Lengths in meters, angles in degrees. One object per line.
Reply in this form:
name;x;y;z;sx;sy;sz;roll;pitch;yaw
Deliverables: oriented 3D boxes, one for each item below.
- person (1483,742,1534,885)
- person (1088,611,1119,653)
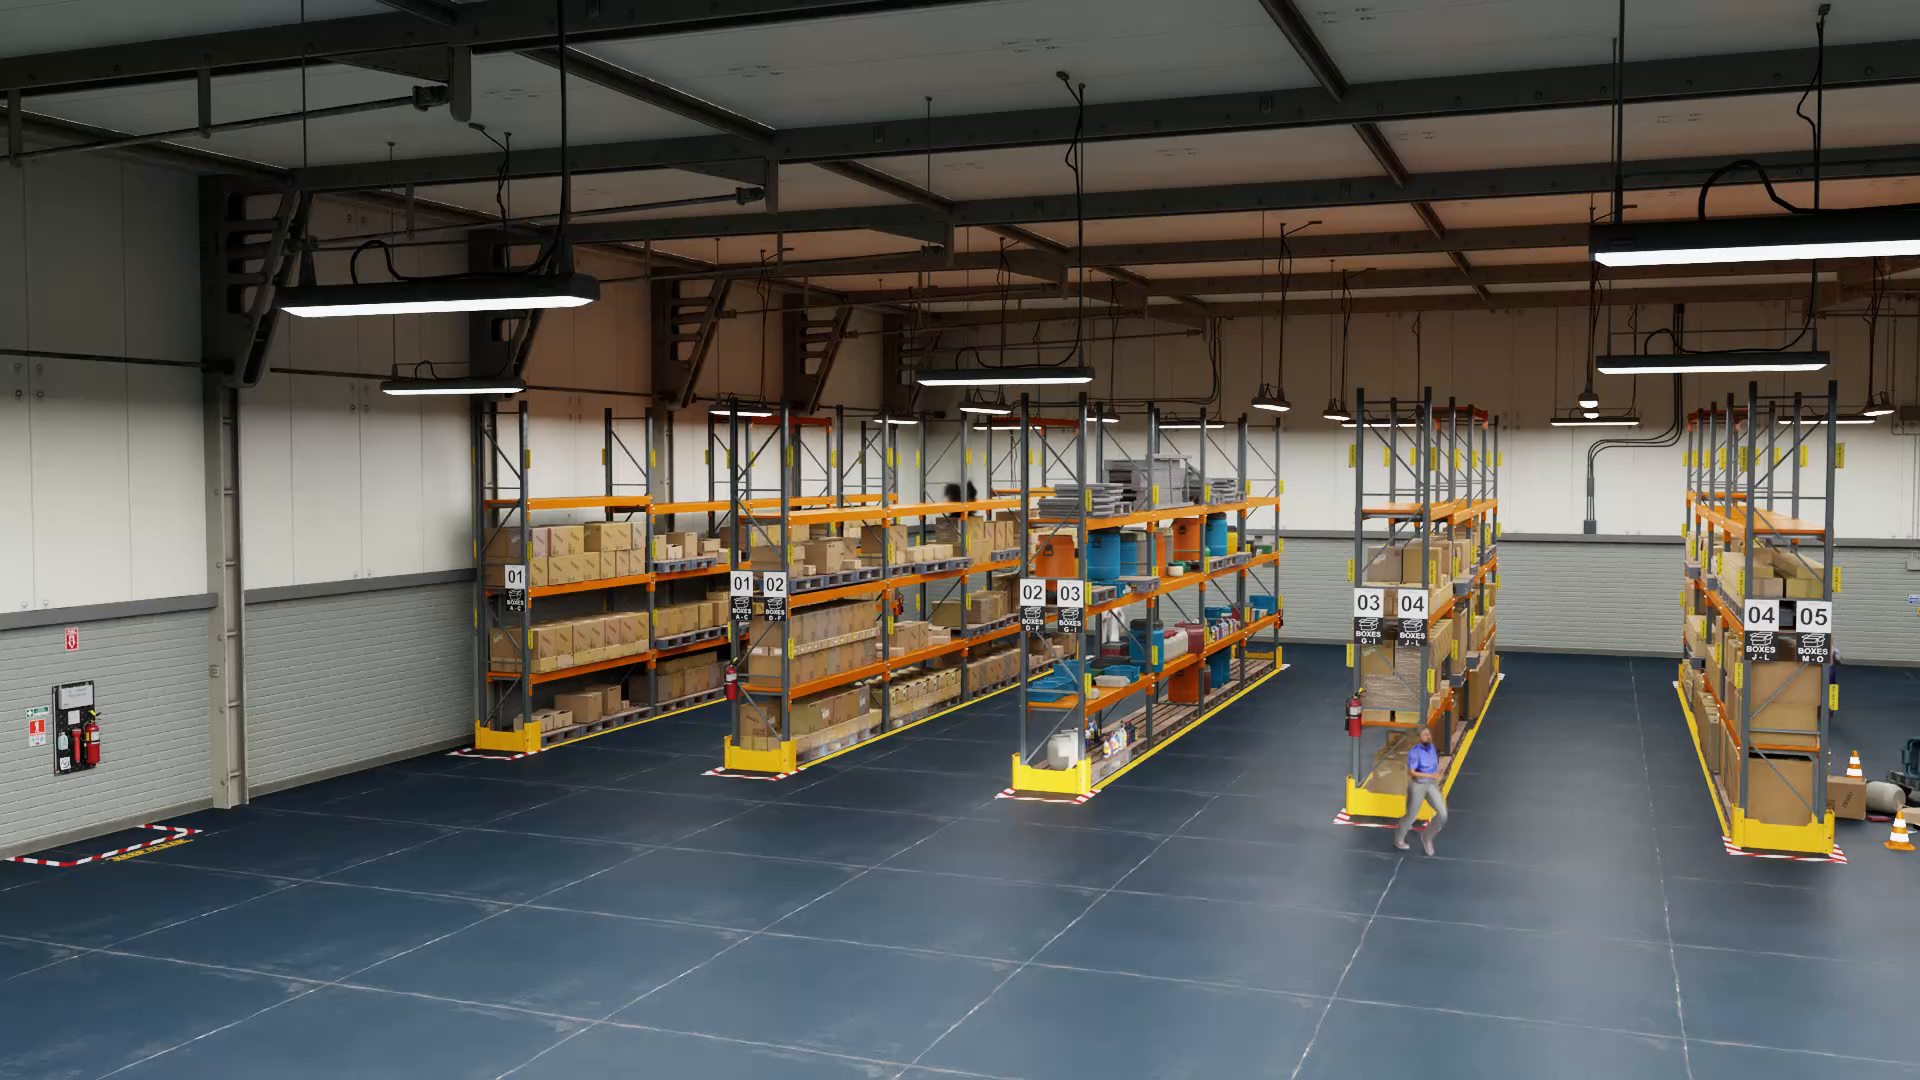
person;6.564;3.225;19.881;0.575;1.655;0.775;-1;3;-24
person;3.213;2.319;37.477;0.712;1.756;0.817;1;3;13
